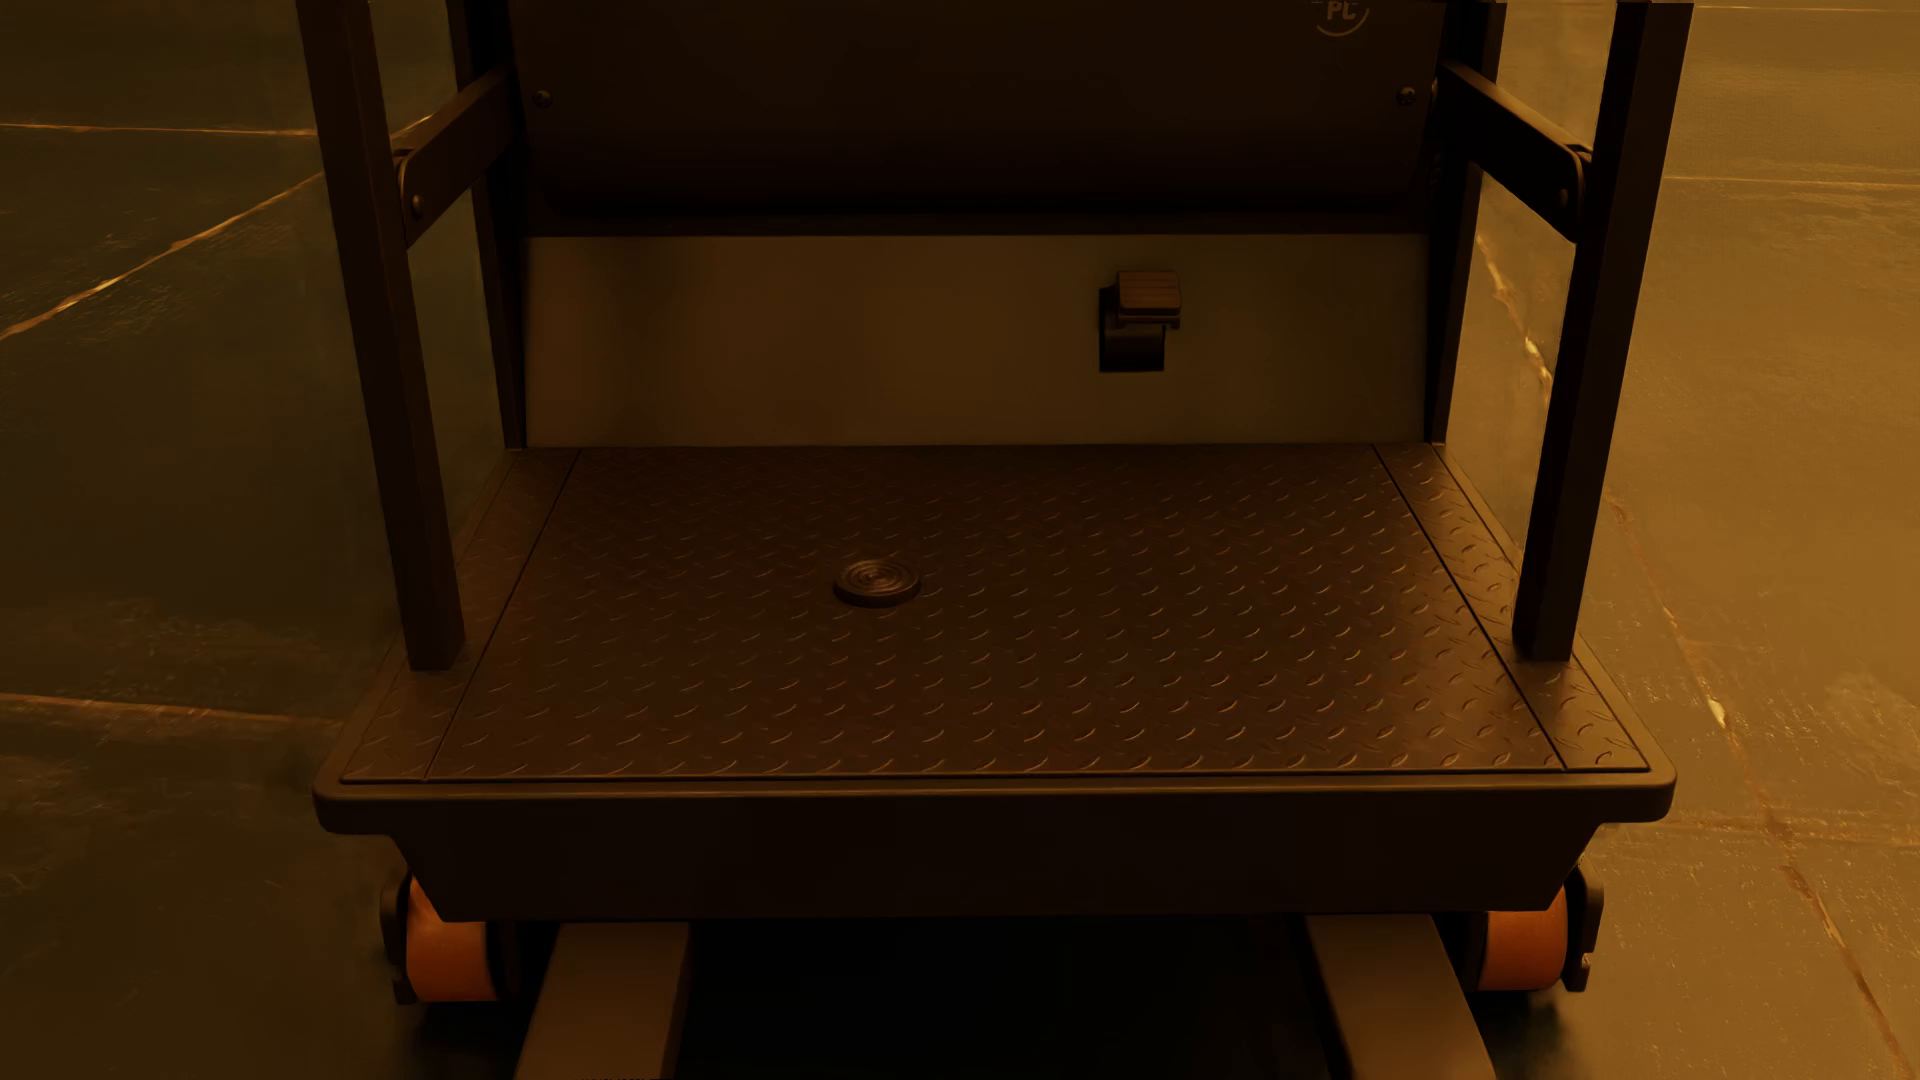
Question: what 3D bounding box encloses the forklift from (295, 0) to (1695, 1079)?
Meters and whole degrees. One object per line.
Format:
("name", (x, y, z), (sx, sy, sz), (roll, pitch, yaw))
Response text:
("forklift", (0.023, -1.007, 1.236), (1.130, 2.935, 3.031), (0, 27, -1))
